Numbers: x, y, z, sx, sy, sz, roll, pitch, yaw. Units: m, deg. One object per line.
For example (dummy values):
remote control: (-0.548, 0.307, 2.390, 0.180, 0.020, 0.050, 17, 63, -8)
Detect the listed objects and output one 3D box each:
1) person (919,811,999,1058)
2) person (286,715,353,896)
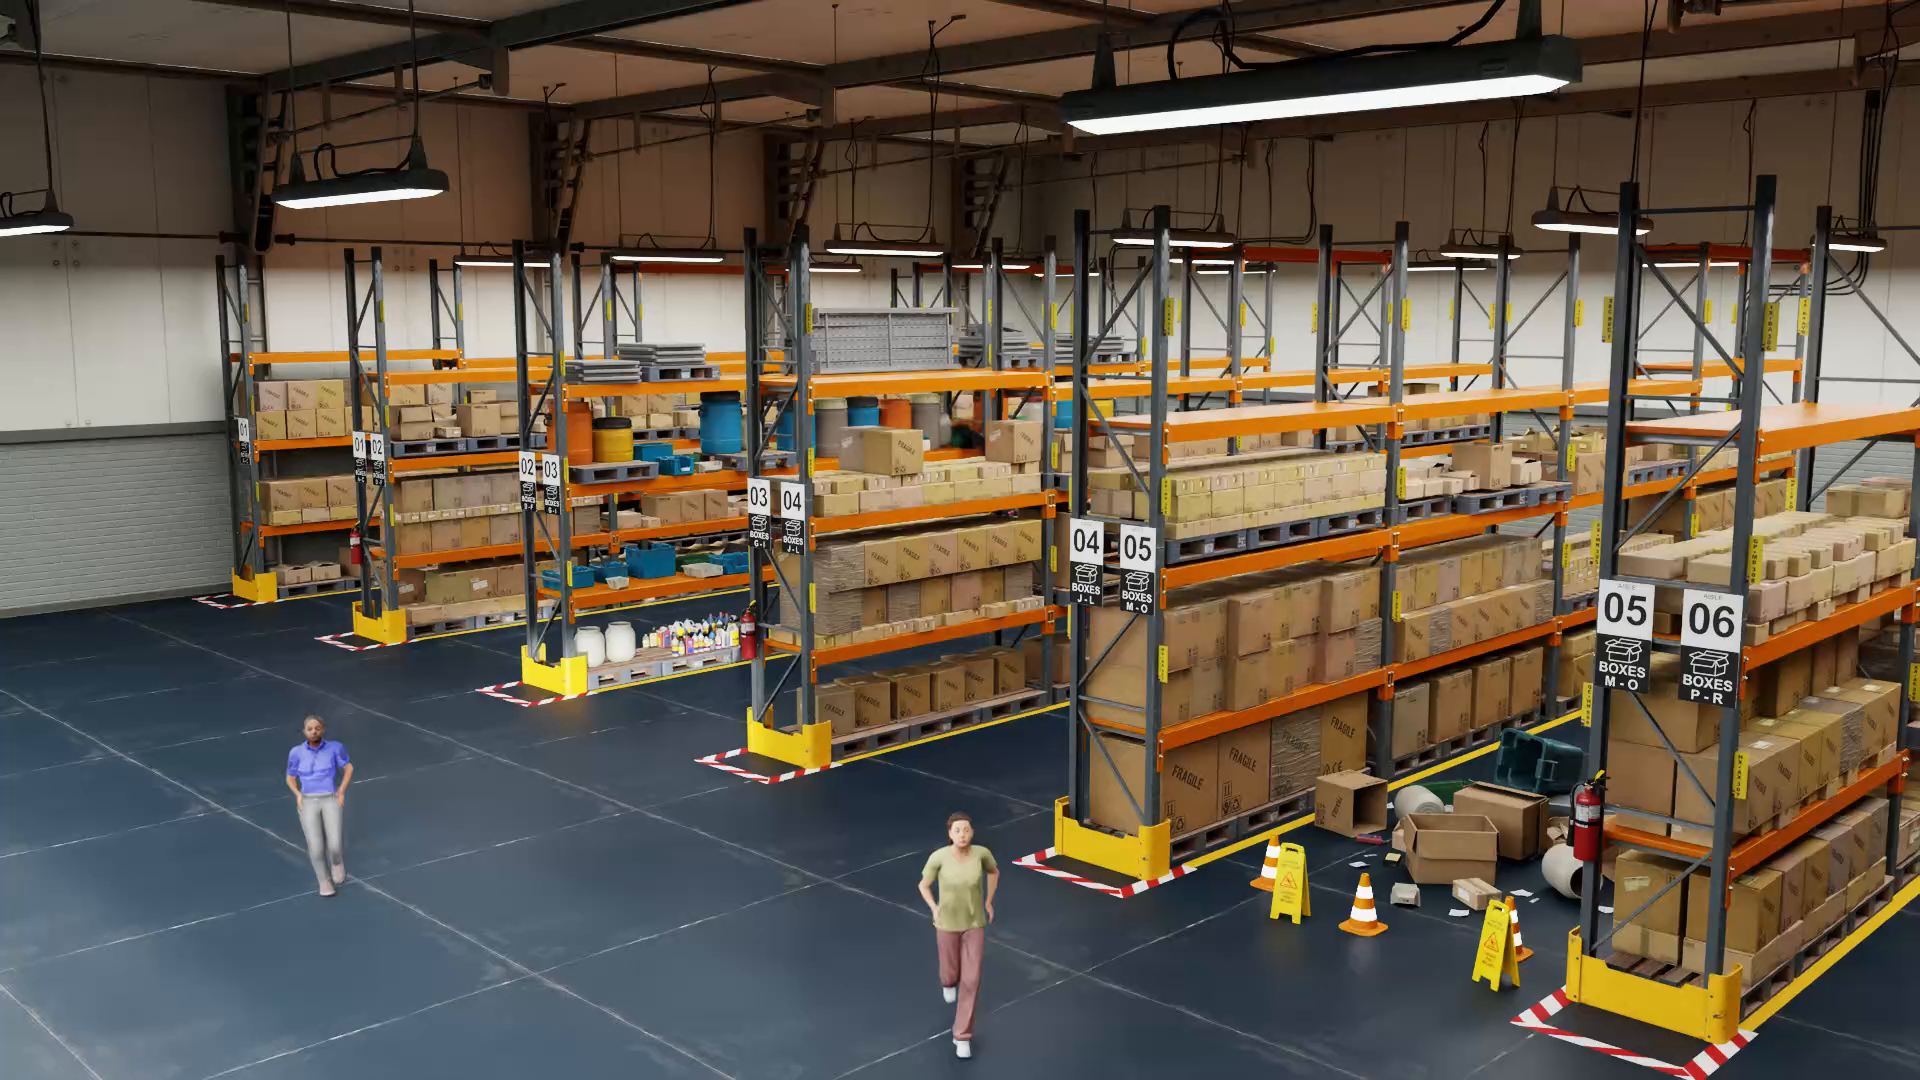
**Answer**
person: (0.003, 2.712, 11.738, 0.580, 1.652, 0.843, -1, 8, -6)
person: (-5.585, 2.322, 14.523, 0.550, 1.610, 0.544, -3, 9, -19)
